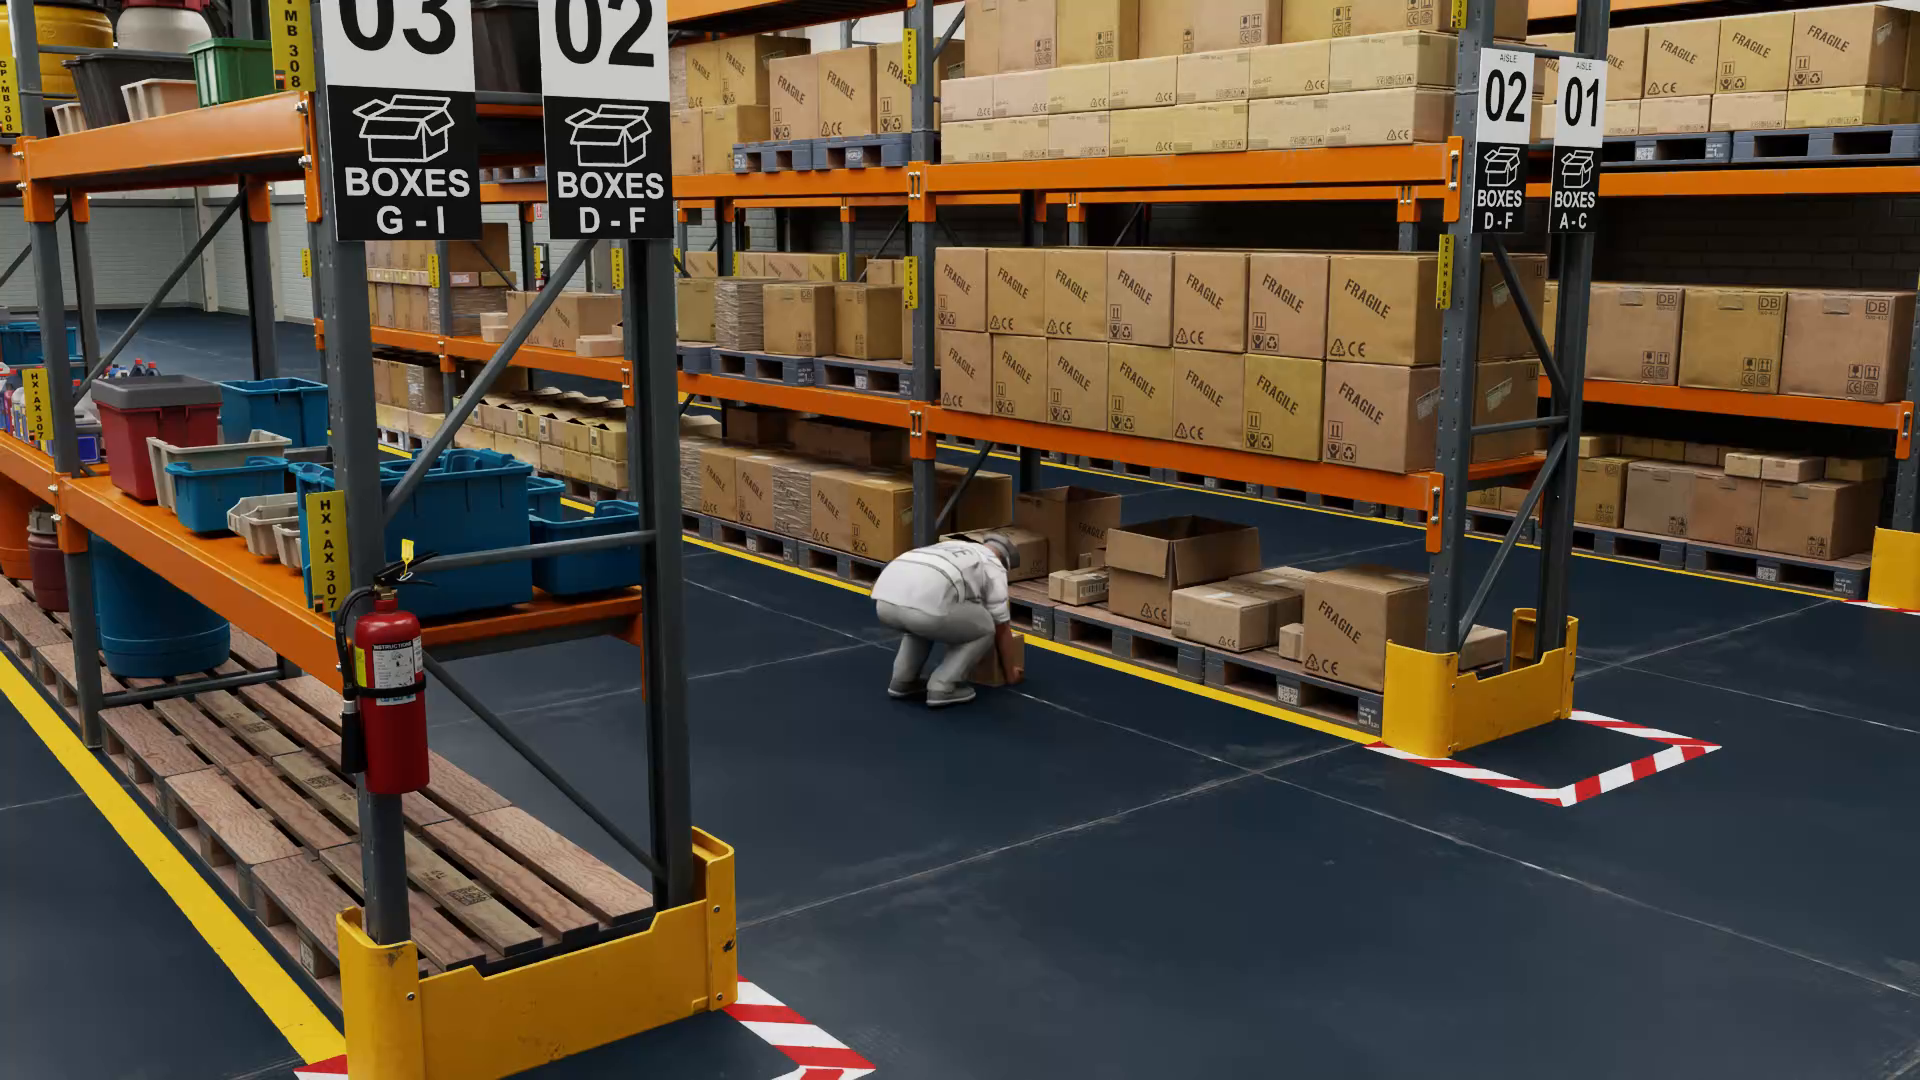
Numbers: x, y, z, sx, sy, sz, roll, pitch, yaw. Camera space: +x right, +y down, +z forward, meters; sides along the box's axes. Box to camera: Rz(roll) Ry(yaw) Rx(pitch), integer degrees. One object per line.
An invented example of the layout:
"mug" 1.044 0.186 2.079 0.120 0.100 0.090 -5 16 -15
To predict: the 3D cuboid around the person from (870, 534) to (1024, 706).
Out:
"person" -0.036 0.422 8.804 0.529 0.816 1.029 9 14 39
